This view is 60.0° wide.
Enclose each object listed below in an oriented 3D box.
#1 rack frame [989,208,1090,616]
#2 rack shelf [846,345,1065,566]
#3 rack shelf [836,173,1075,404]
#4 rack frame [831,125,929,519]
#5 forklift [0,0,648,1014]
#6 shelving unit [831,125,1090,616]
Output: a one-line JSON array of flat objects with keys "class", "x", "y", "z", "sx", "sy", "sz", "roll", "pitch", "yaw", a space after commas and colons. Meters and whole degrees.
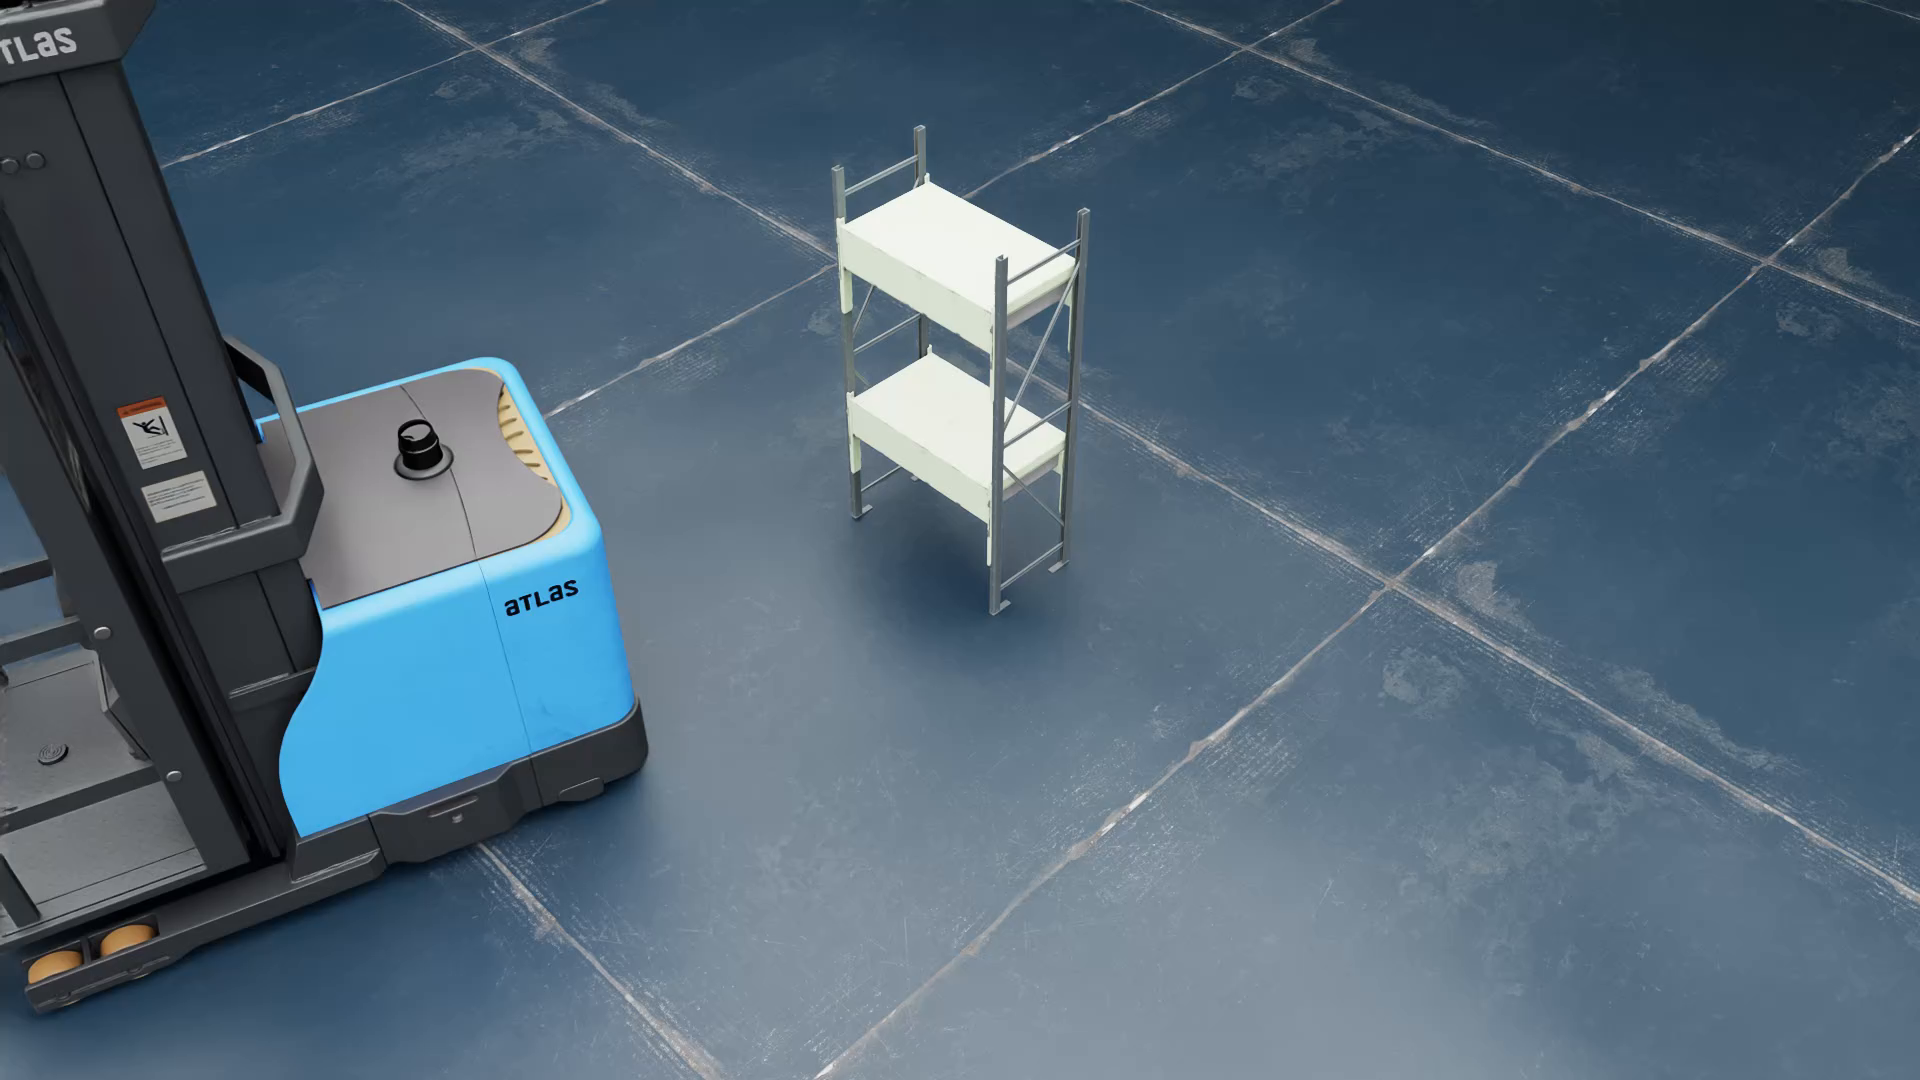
[{"class": "rack frame", "x": 0.254, "y": -0.378, "z": 5.554, "sx": 0.400, "sy": 1.500, "sz": 0.023, "roll": -34, "pitch": 53, "yaw": -31}, {"class": "rack shelf", "x": -0.005, "y": -0.315, "z": 5.966, "sx": 0.431, "sy": 0.370, "sz": 0.720, "roll": -34, "pitch": 53, "yaw": -31}, {"class": "rack shelf", "x": -0.005, "y": -0.841, "z": 5.480, "sx": 0.431, "sy": 0.370, "sz": 0.720, "roll": -34, "pitch": 53, "yaw": -31}, {"class": "rack frame", "x": -0.263, "y": -0.730, "z": 5.935, "sx": 0.400, "sy": 1.500, "sz": 0.023, "roll": -34, "pitch": 53, "yaw": -31}, {"class": "forklift", "x": -2.561, "y": -0.145, "z": 4.248, "sx": 3.031, "sy": 2.935, "sz": 1.130, "roll": -19, "pitch": 46, "yaw": -20}, {"class": "shelving unit", "x": -0.005, "y": -0.554, "z": 5.744, "sx": 0.431, "sy": 1.500, "sz": 0.755, "roll": -34, "pitch": 53, "yaw": -31}]
